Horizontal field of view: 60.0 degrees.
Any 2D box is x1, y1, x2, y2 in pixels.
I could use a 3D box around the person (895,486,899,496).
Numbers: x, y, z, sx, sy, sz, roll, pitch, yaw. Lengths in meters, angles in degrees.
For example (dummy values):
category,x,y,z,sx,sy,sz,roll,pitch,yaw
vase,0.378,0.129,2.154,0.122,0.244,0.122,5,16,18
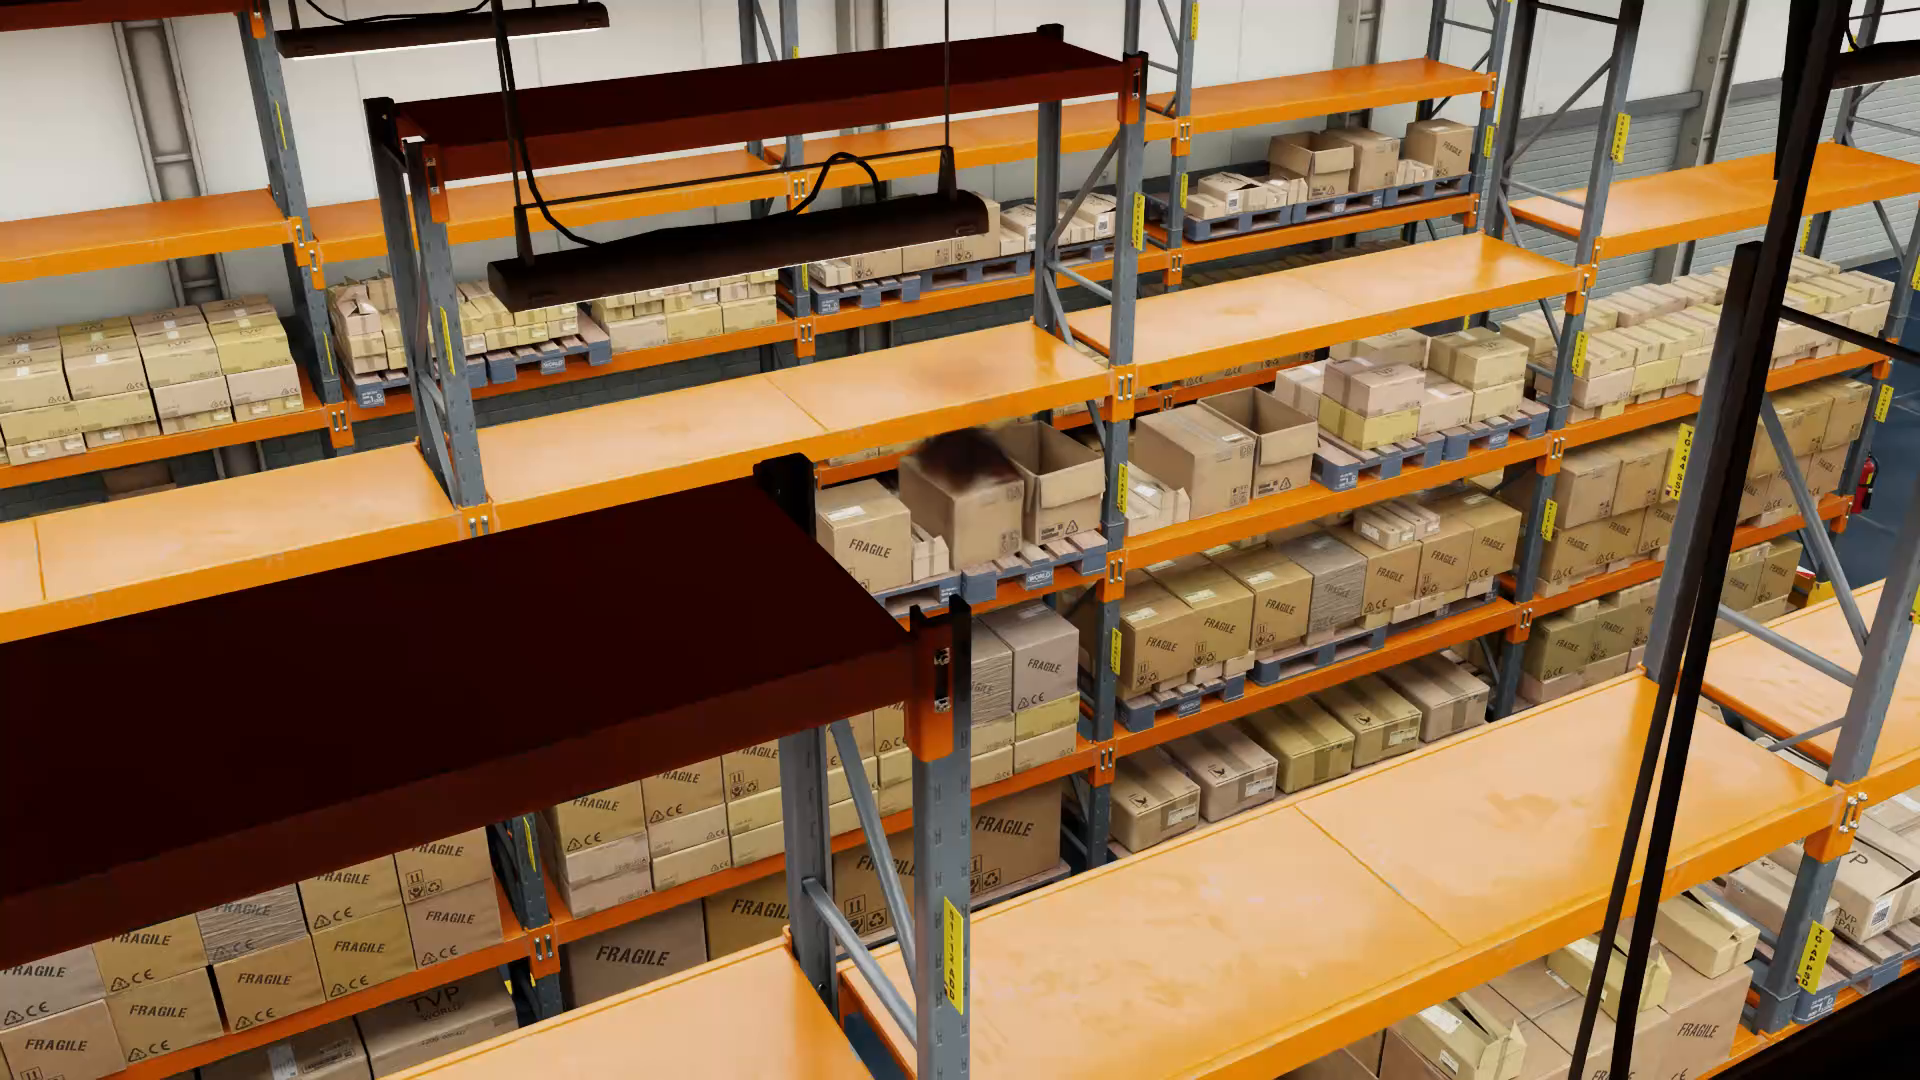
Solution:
category,x,y,z,sx,sy,sz,roll,pitch,yaw
person,-0.356,0.122,14.548,0.634,1.818,0.574,22,35,35
